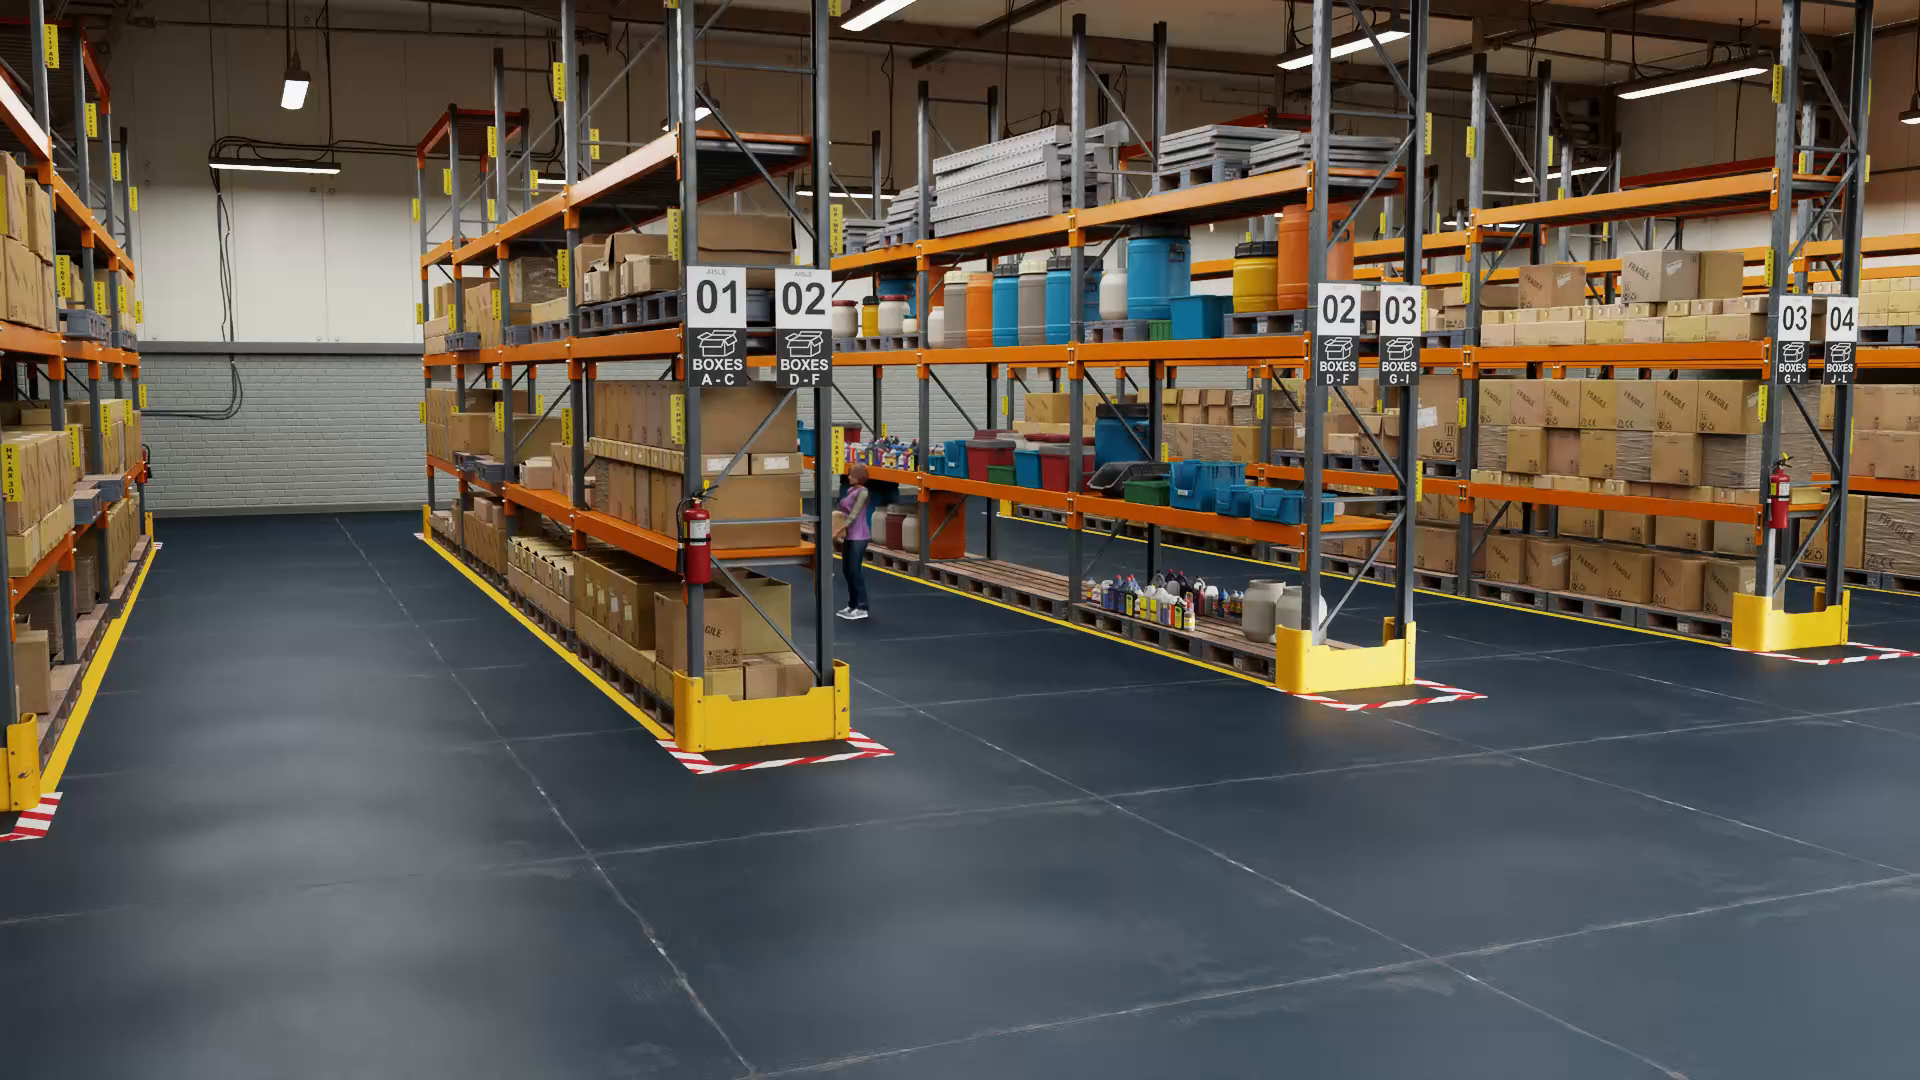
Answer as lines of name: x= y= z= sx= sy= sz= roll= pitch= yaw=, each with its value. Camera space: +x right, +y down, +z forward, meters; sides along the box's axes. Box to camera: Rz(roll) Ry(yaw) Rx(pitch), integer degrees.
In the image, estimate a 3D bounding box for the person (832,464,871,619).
person: x=-1.170 y=0.014 z=17.102 sx=0.494 sy=1.593 sz=0.404 roll=-2 pitch=6 yaw=-23
